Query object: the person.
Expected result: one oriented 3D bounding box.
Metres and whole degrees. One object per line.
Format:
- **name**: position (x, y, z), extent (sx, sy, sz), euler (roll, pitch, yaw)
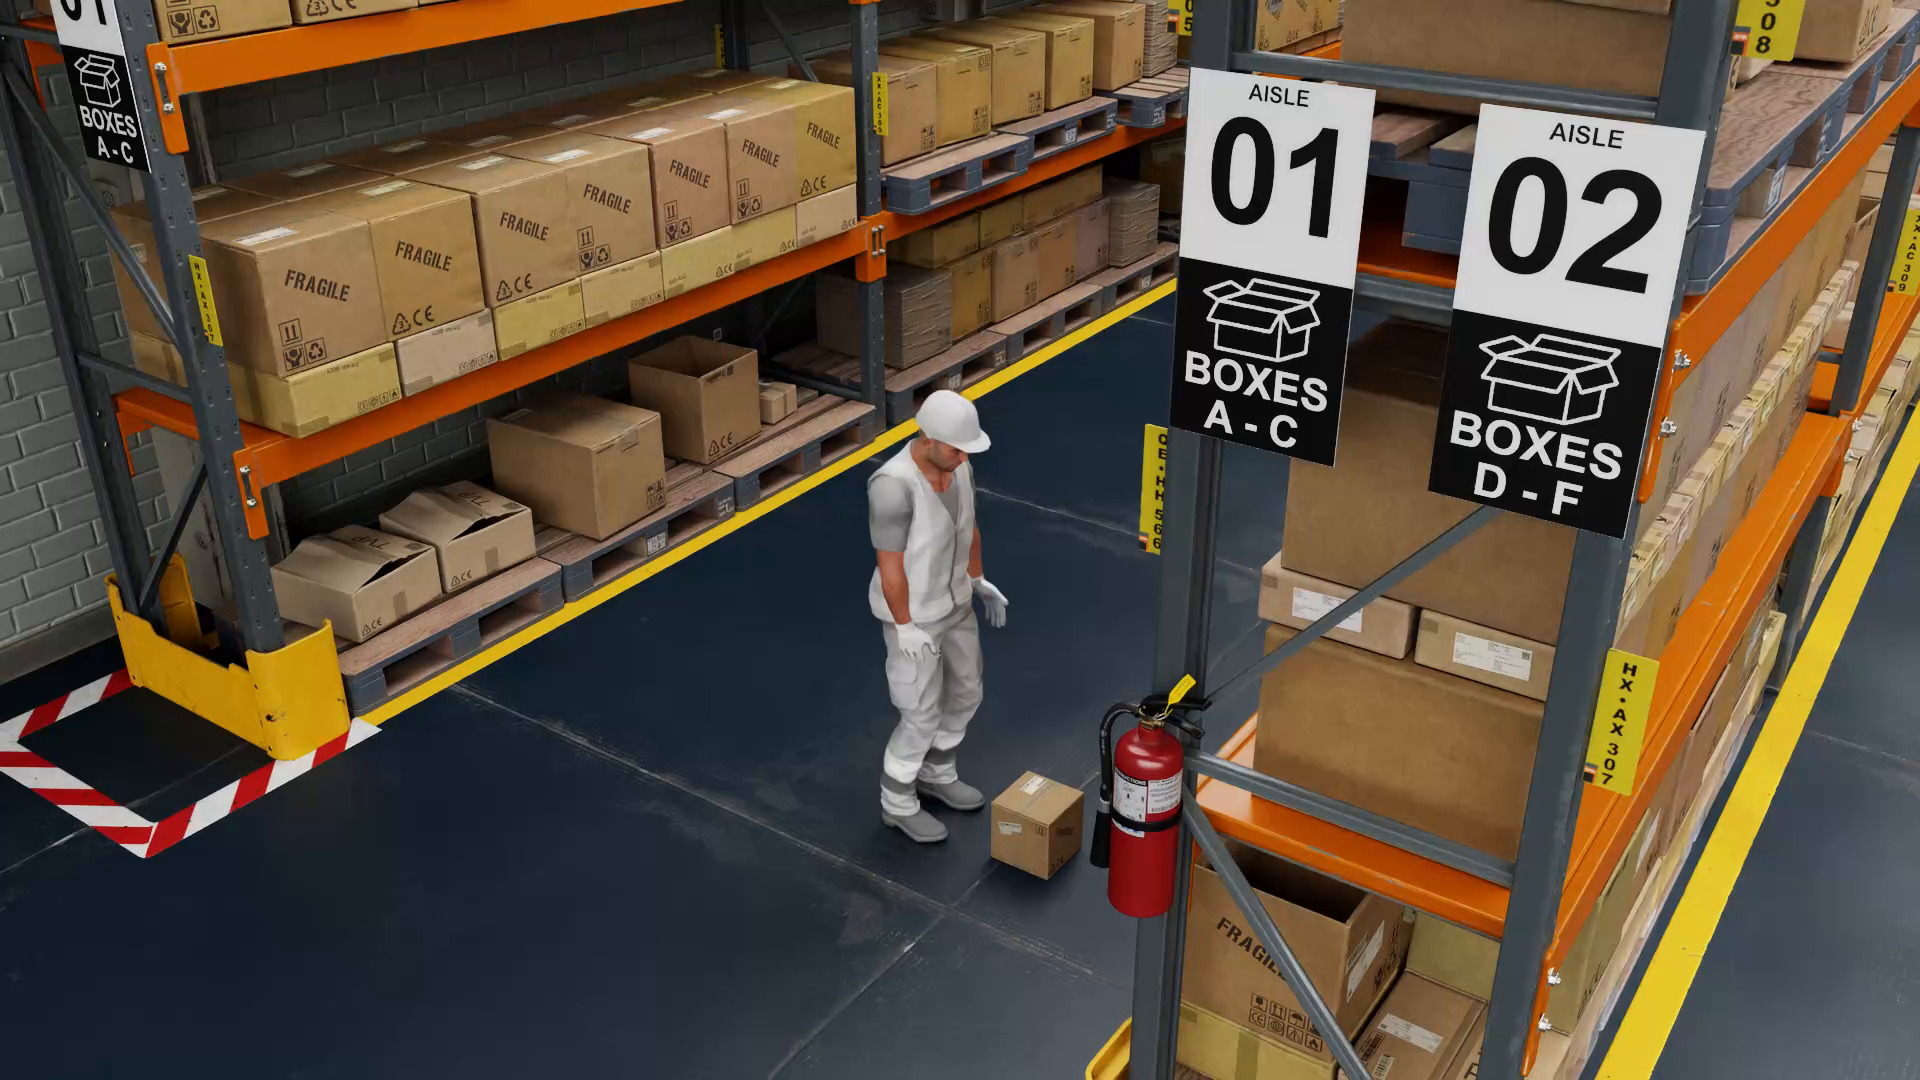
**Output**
- **person**: position (-0.086, 0.264, 6.100), extent (0.414, 1.757, 0.536), euler (18, 32, 32)
